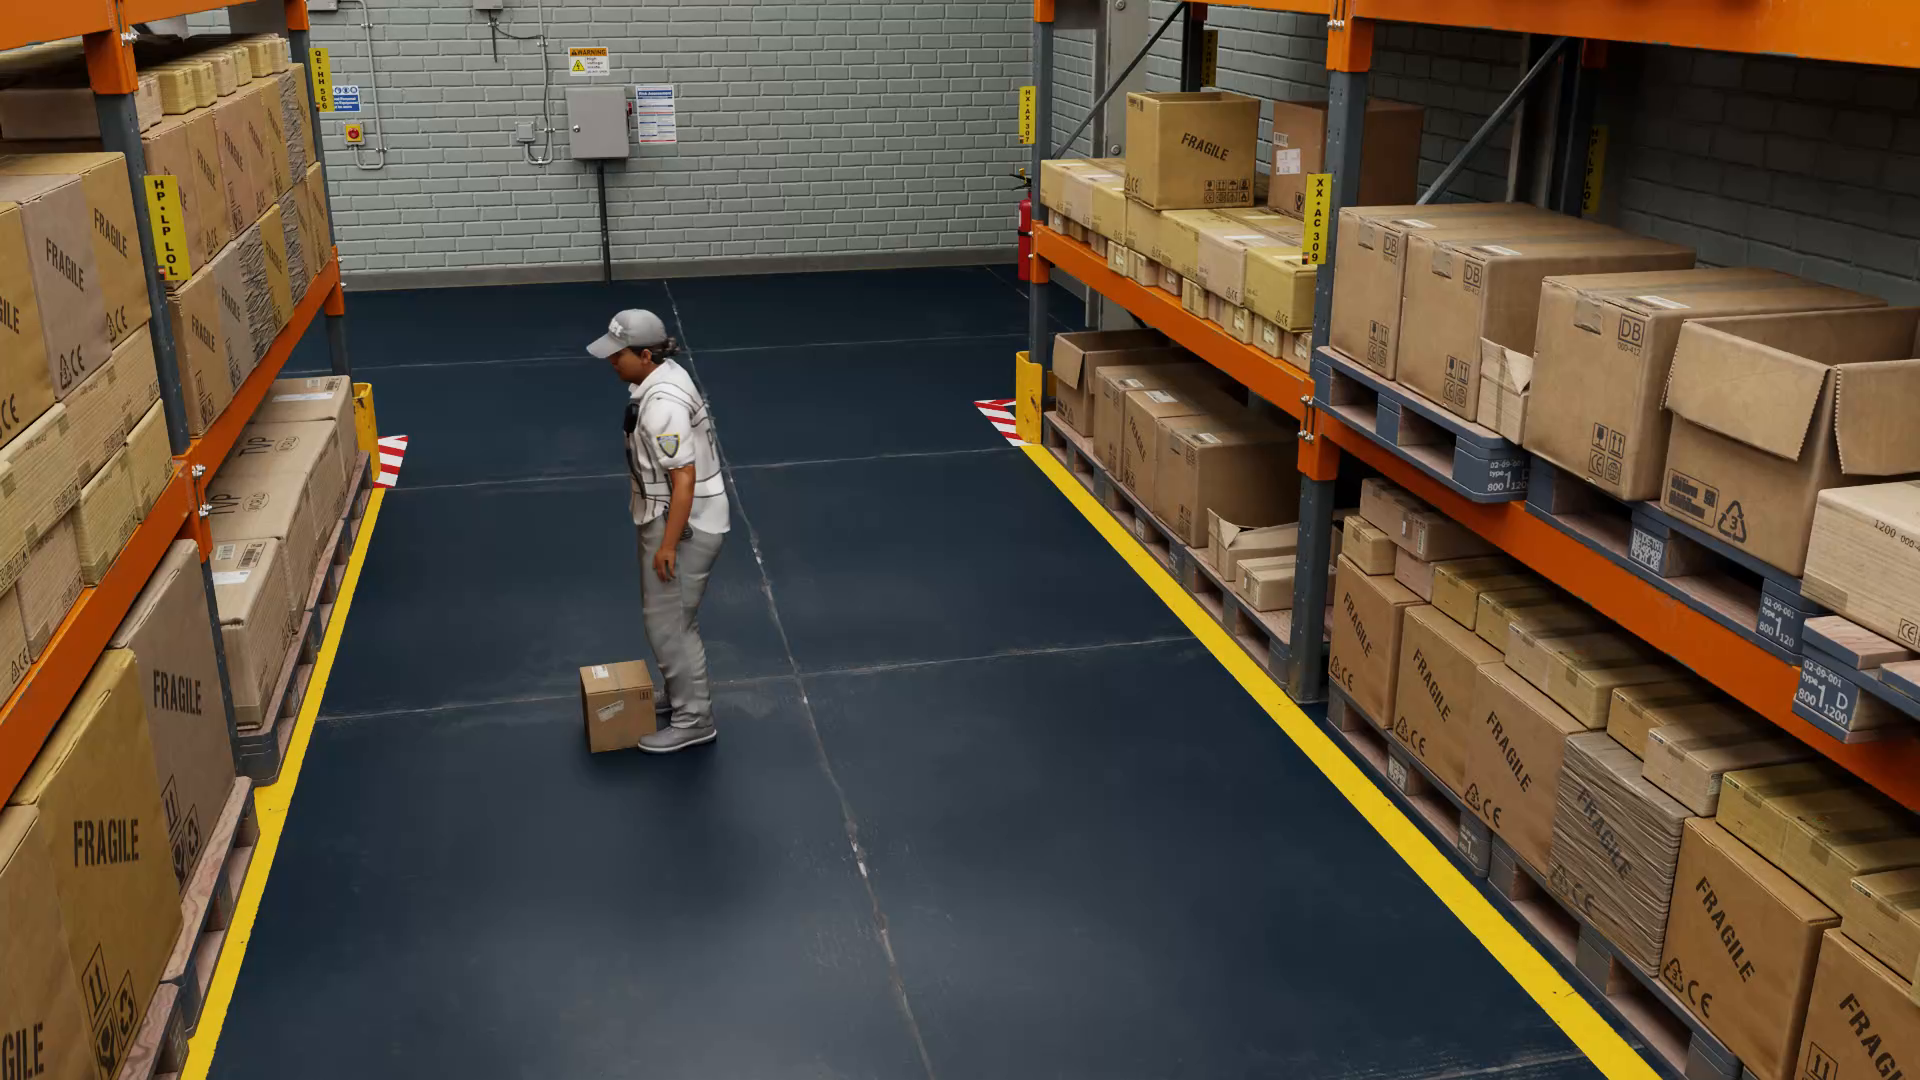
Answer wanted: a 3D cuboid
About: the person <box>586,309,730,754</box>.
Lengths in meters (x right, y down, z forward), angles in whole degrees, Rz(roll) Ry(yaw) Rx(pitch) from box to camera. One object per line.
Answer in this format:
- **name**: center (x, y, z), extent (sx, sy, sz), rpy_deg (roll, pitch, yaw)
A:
- **person**: center (-1.101, -0.047, 6.193), extent (0.468, 1.667, 0.557), rpy_deg (-5, 20, -14)
